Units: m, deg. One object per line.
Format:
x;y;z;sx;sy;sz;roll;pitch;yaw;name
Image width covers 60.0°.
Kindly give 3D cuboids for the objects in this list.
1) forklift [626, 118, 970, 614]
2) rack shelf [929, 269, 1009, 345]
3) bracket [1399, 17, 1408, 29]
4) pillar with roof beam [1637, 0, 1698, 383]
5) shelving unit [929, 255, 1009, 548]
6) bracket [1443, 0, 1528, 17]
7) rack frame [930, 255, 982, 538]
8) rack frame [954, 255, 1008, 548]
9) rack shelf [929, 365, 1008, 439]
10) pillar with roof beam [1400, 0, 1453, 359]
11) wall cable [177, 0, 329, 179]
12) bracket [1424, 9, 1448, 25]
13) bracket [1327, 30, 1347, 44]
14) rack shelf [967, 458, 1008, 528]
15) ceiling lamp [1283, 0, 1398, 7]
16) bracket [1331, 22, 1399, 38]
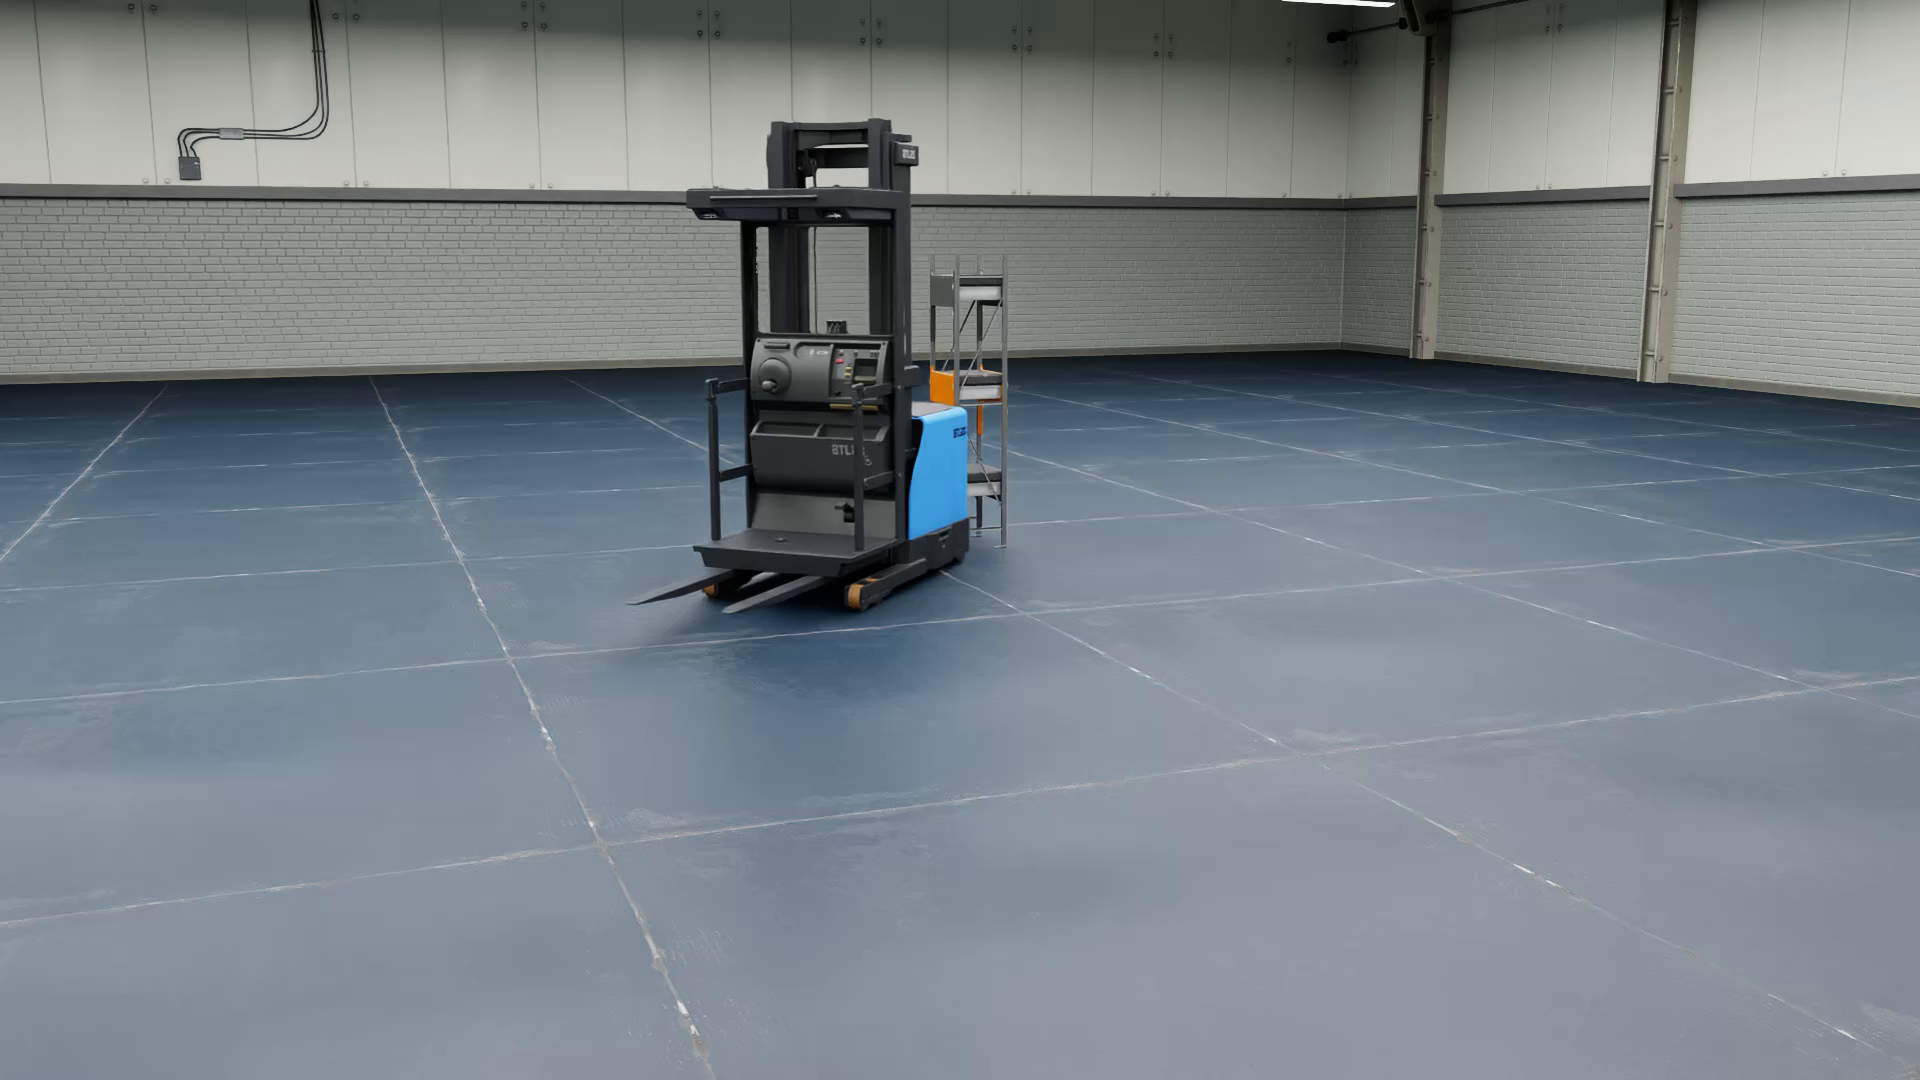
-0.963;-1.099;10.227;1.130;2.935;3.031;4;11;22;forklift
0.060;-1.683;11.964;0.431;0.518;0.480;-4;11;-21;rack shelf
8.477;-9.770;31.371;0.235;0.232;0.430;-4;11;-21;bracket
7.120;-6.700;24.390;9.100;9.000;0.400;-4;11;-21;pillar with roof beam
0.060;-1.007;12.084;0.431;2.100;0.503;-4;11;-21;shelving unit
9.711;-9.214;28.245;0.076;0.066;4.783;-4;11;-21;bracket
-0.028;-1.047;12.308;0.400;2.100;0.015;-4;11;-21;rack frame
0.148;-0.967;11.860;0.400;2.100;0.015;-4;11;-21;rack frame
0.060;-0.993;12.087;0.431;0.518;0.480;-4;11;-21;rack shelf
4.946;-7.679;29.896;9.100;9.000;0.548;-4;11;-21;pillar with roof beam
-11.382;-8.792;26.443;2.305;6.003;0.169;-4;11;-21;wall cable
8.778;-9.634;30.609;0.235;0.232;0.430;-4;11;-21;bracket
7.618;-10.157;33.545;0.235;0.232;0.430;-4;11;-21;bracket
0.060;-0.304;12.209;0.431;0.518;0.480;-4;11;-21;rack shelf
5.735;-9.881;25.605;2.000;3.185;0.800;-4;11;-21;ceiling lamp
7.832;-10.060;33.003;0.076;0.066;3.189;-4;11;-21;bracket
